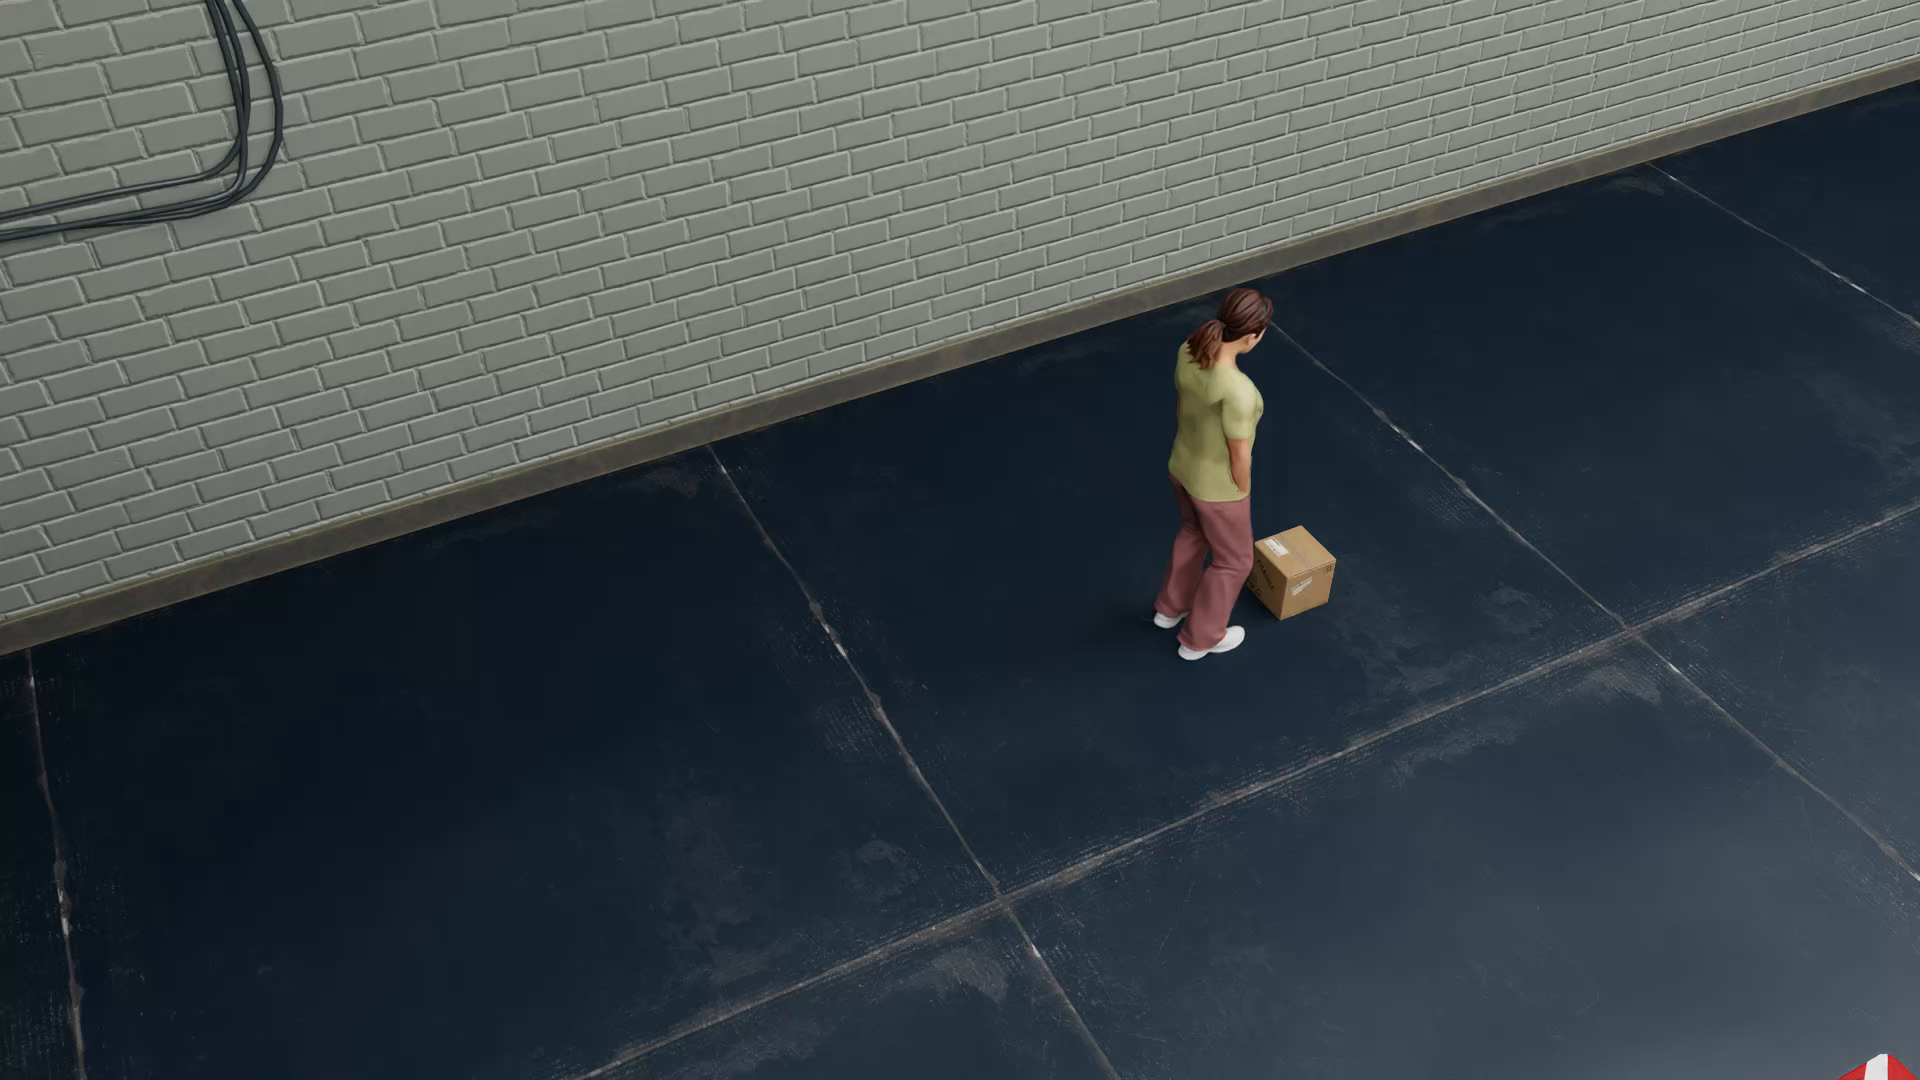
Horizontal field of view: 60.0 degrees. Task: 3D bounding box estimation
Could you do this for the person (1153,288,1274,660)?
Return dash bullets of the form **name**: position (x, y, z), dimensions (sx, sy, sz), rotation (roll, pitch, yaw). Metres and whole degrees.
- **person**: position (0.974, -0.249, 6.464), dimensions (0.351, 1.659, 0.458), rotation (-18, 44, -19)
